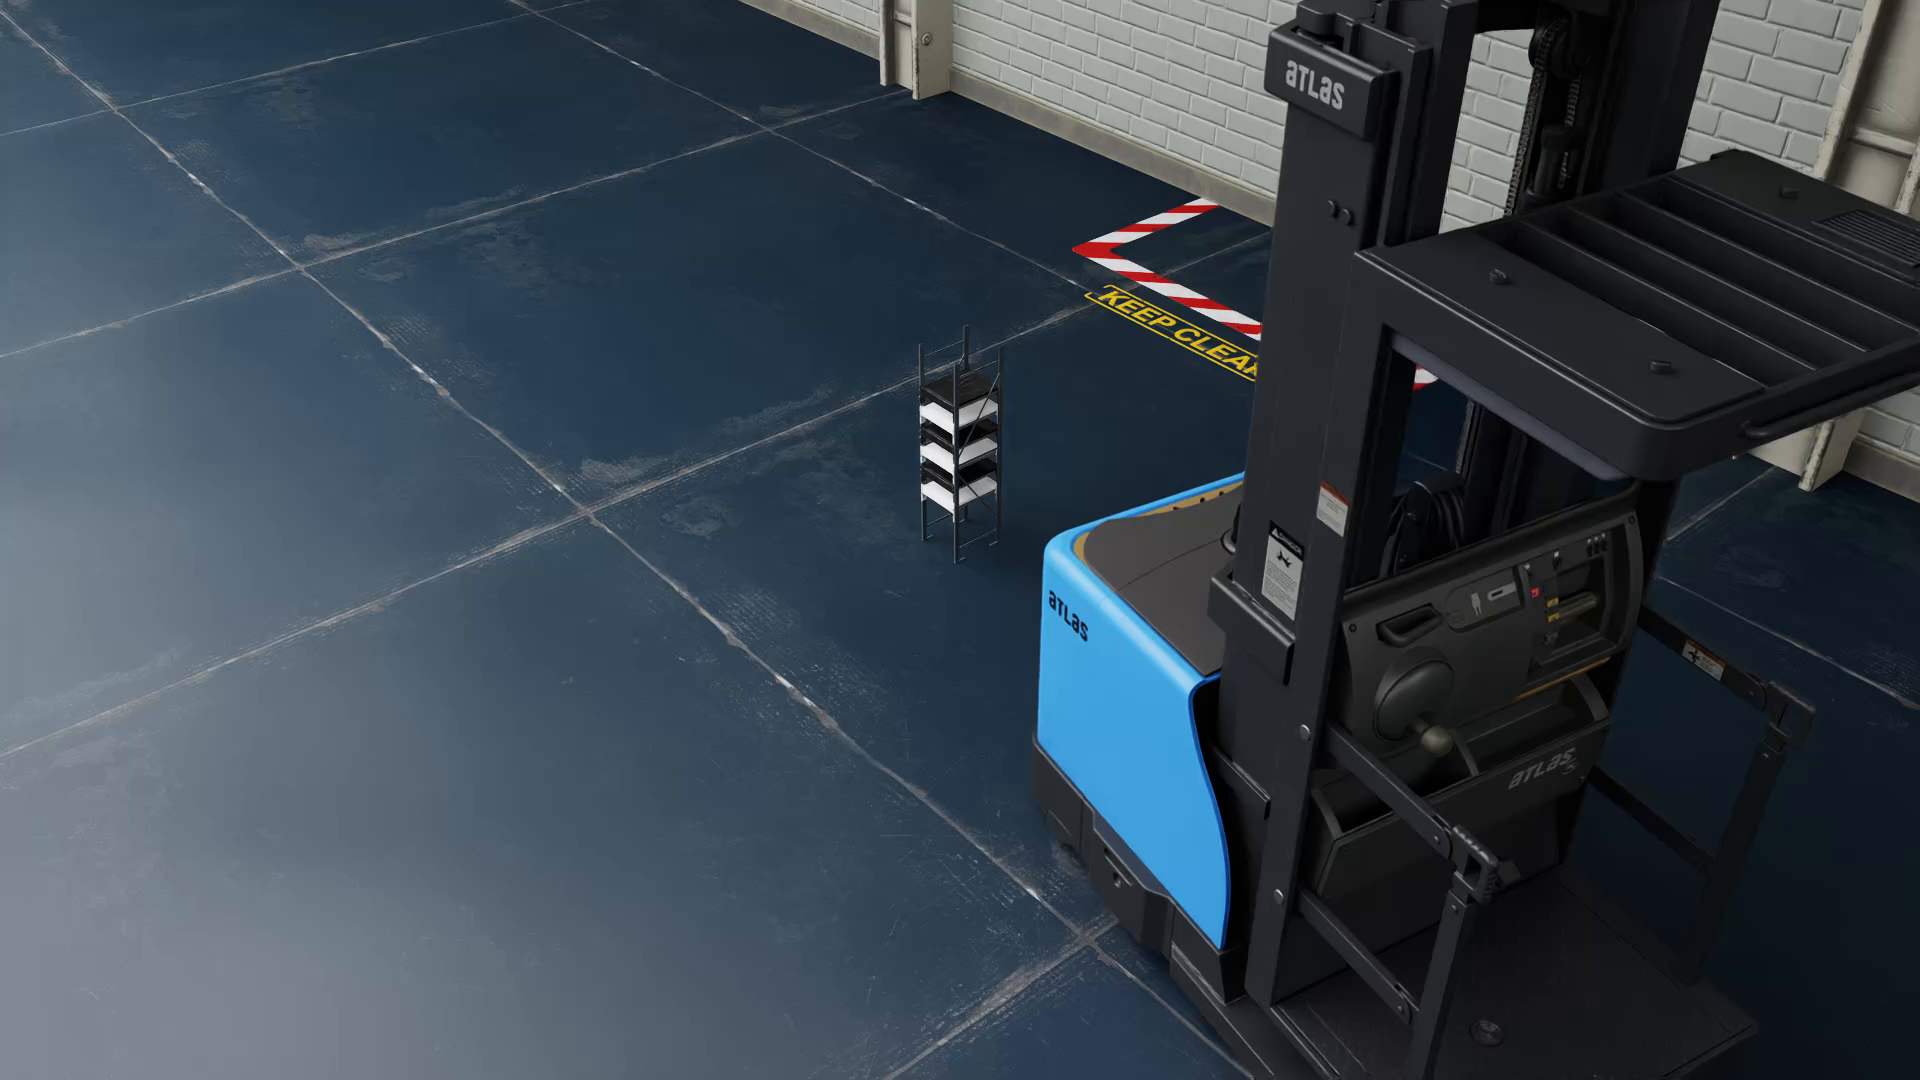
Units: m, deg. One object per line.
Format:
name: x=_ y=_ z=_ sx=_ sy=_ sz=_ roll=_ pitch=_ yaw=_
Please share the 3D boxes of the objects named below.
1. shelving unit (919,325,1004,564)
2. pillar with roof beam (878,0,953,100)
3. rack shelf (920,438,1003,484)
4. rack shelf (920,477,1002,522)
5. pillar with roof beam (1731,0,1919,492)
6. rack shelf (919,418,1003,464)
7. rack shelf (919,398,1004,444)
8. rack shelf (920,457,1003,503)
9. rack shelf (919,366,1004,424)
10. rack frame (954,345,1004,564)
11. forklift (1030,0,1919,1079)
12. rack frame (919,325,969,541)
shelving unit: x=0.005 y=-0.364 z=6.485 sx=0.258 sy=0.900 sz=0.210 roll=-26 pitch=43 yaw=-32
pillar with roof beam: x=-3.574 y=-5.062 z=6.112 sx=9.100 sy=9.000 sz=0.400 roll=-26 pitch=43 yaw=-32
rack shelf: x=0.005 y=-0.336 z=6.504 sx=0.258 sy=0.077 sz=0.200 roll=-26 pitch=43 yaw=-32
rack shelf: x=0.005 y=-0.190 z=6.608 sx=0.258 sy=0.077 sz=0.200 roll=-26 pitch=43 yaw=-32
pillar with roof beam: x=0.298 y=-2.413 z=2.372 sx=9.100 sy=9.000 sz=0.400 roll=-26 pitch=43 yaw=-32
rack shelf: x=0.005 y=-0.410 z=6.452 sx=0.258 sy=0.077 sz=0.200 roll=-26 pitch=43 yaw=-32
rack shelf: x=0.005 y=-0.483 z=6.400 sx=0.258 sy=0.077 sz=0.200 roll=-26 pitch=43 yaw=-32
rack shelf: x=0.005 y=-0.263 z=6.556 sx=0.258 sy=0.077 sz=0.200 roll=-26 pitch=43 yaw=-32
rack shelf: x=0.005 y=-0.557 z=6.348 sx=0.258 sy=0.077 sz=0.200 roll=-26 pitch=43 yaw=-32
rack frame: x=0.071 y=-0.319 z=6.421 sx=0.240 sy=0.900 sz=0.006 roll=-26 pitch=43 yaw=-32
forklift: x=1.387 y=0.279 z=3.820 sx=1.130 sy=2.935 sz=3.031 roll=-18 pitch=39 yaw=-23
rack frame: x=-0.060 y=-0.409 z=6.548 sx=0.240 sy=0.900 sz=0.006 roll=-26 pitch=43 yaw=-32
